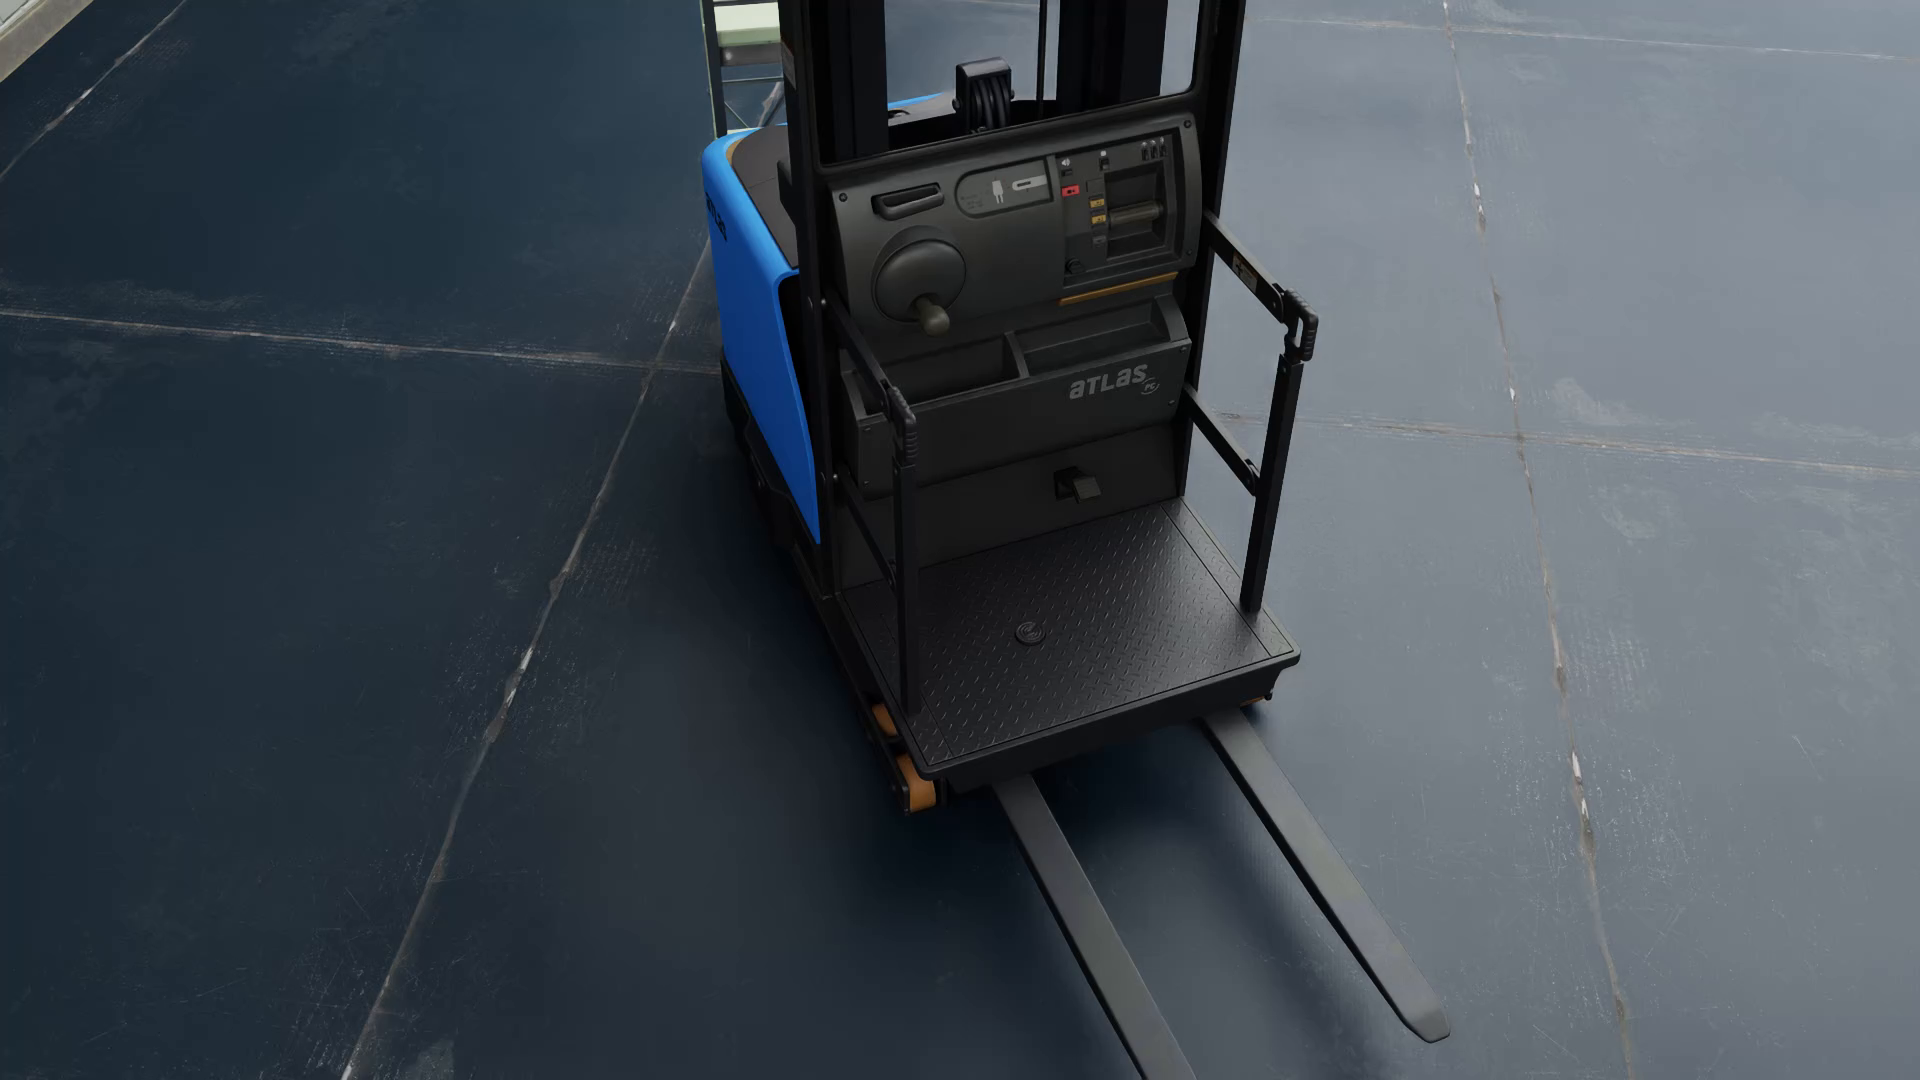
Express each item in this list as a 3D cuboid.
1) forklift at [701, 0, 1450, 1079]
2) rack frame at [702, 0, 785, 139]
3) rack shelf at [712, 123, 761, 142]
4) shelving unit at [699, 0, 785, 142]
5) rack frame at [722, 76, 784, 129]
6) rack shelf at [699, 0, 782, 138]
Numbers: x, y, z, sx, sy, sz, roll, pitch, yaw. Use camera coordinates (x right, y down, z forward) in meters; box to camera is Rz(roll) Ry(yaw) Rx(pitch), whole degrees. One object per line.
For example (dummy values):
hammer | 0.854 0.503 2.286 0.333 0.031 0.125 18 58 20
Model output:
forklift | 0.233 -0.667 3.823 1.130 2.935 3.031 -15 46 -16
rack frame | -0.559 -1.124 5.346 0.400 1.500 0.023 -7 44 -7
rack shelf | -0.620 -1.135 5.833 0.431 0.370 0.720 -7 44 -7
shelving unit | -0.620 -1.372 5.608 0.431 1.500 0.755 -7 44 -7
rack frame | -0.680 -1.620 5.870 0.400 1.500 0.023 -7 44 -7
rack shelf | -0.620 -1.656 5.340 0.431 0.370 0.720 -7 44 -7
